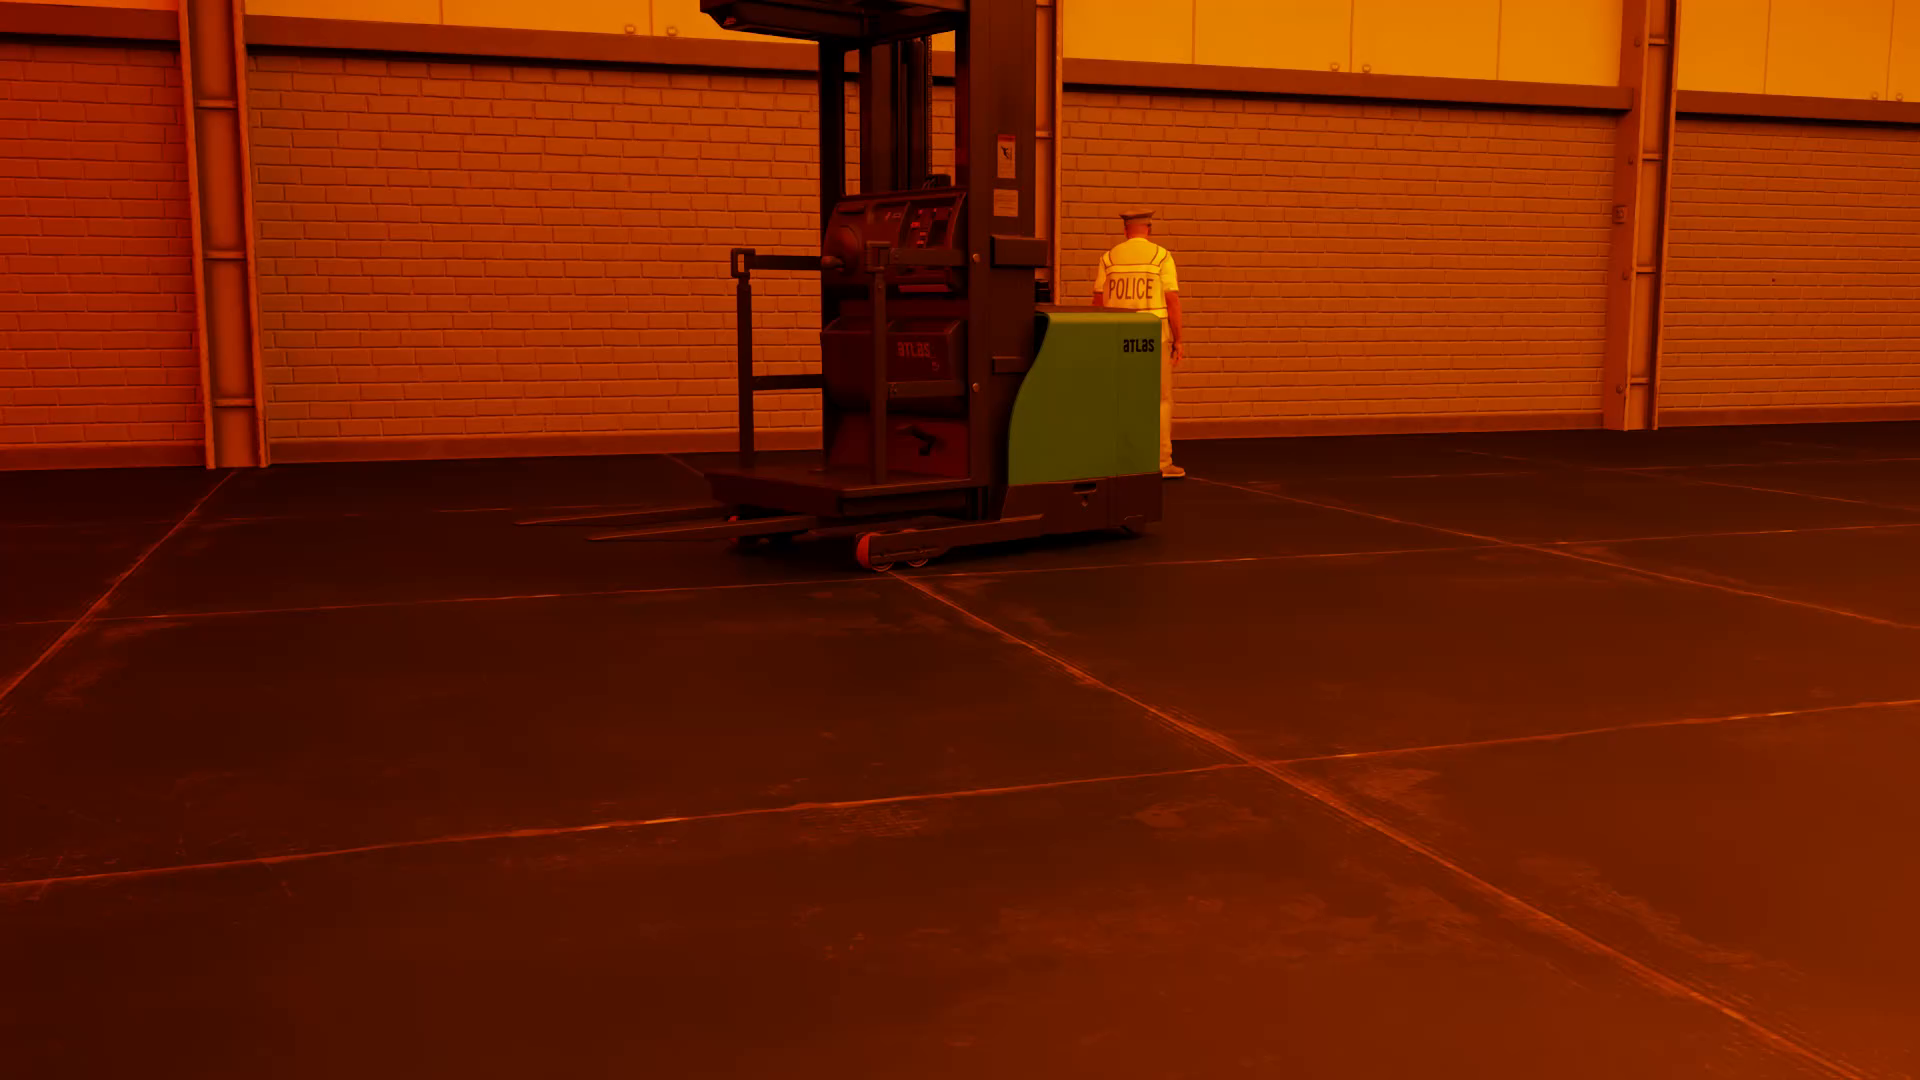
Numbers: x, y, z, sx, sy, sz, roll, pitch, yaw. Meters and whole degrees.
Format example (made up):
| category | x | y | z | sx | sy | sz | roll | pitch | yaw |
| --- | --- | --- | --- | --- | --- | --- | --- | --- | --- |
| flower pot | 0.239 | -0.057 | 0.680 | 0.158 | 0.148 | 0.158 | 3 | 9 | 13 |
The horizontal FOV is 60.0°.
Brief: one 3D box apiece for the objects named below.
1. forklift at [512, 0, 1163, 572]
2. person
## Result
| category | x | y | z | sx | sy | sz | roll | pitch | yaw |
| --- | --- | --- | --- | --- | --- | --- | --- | --- | --- |
| forklift | -0.461 | -1.399 | 7.333 | 3.031 | 2.935 | 1.130 | -7 | 10 | -40 |
| person | 1.153 | -1.278 | 10.817 | 0.605 | 1.751 | 0.433 | 3 | 8 | 20 |
